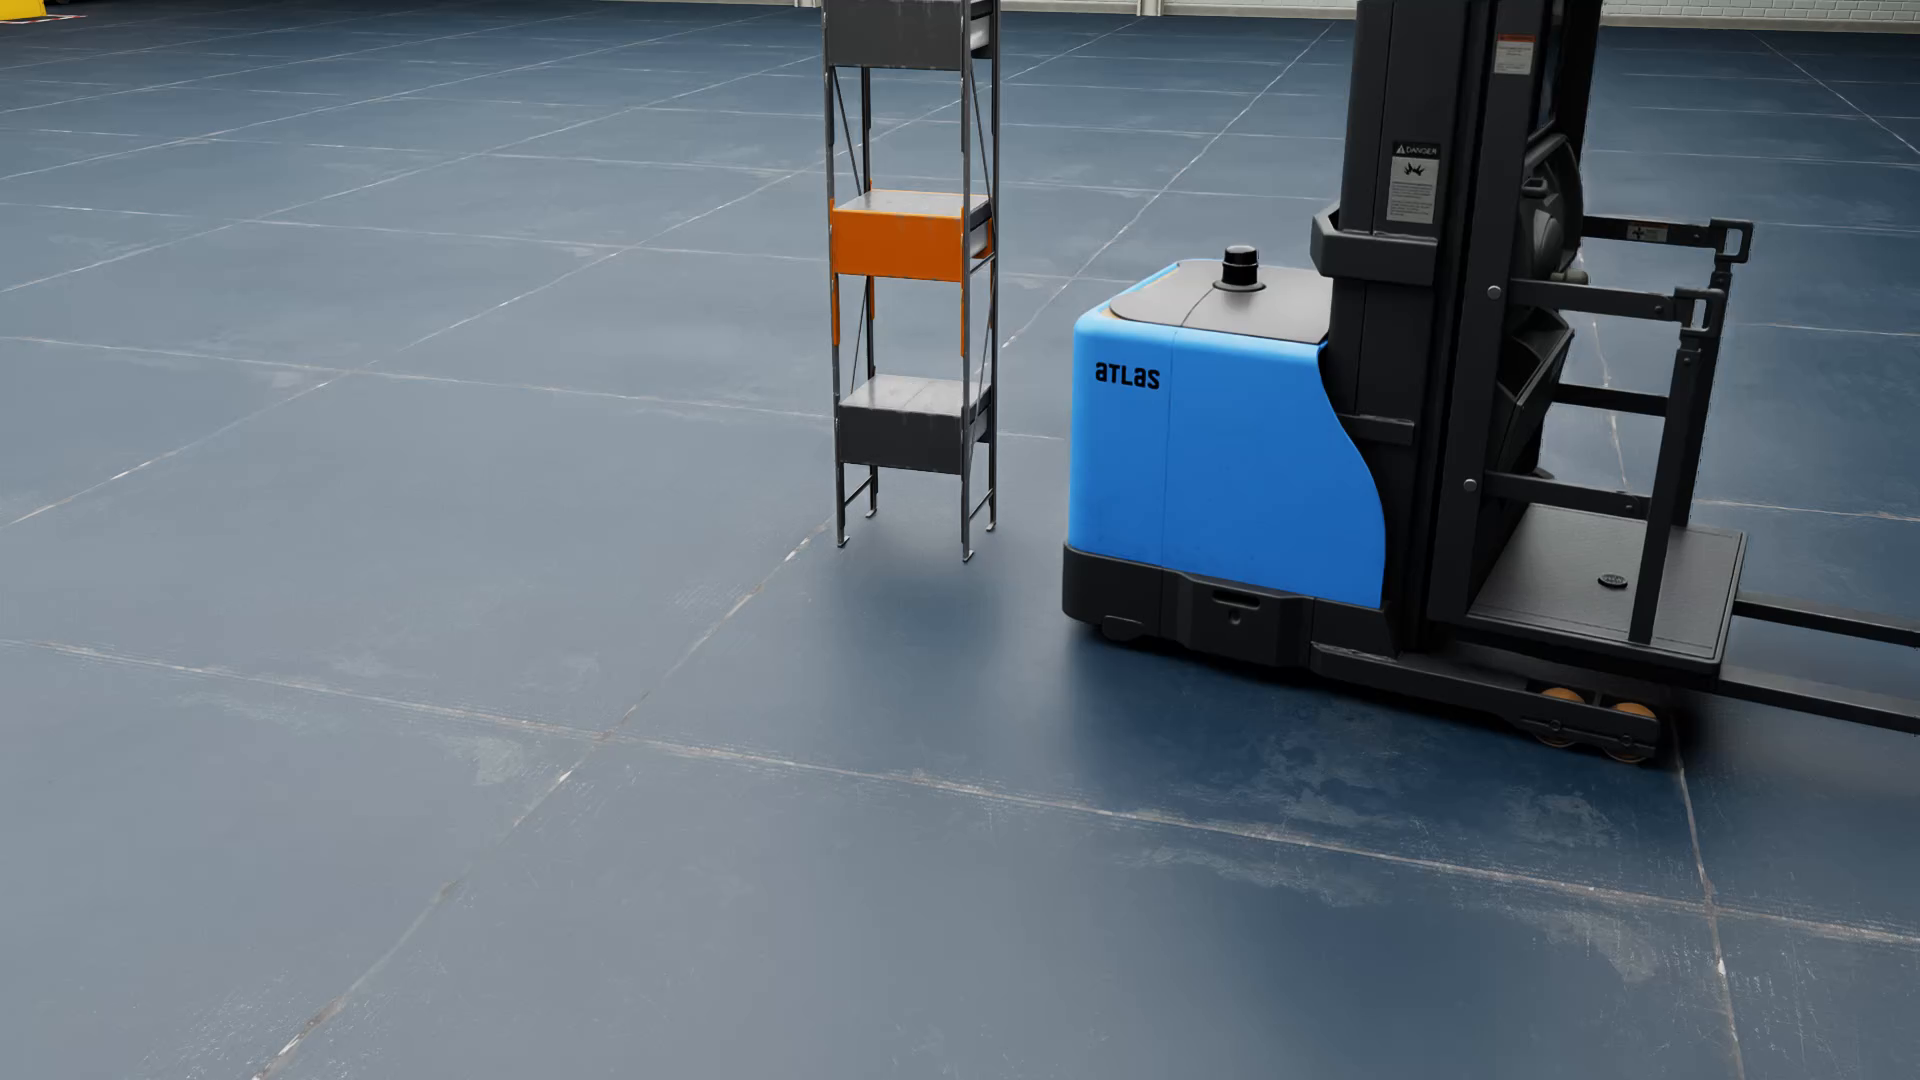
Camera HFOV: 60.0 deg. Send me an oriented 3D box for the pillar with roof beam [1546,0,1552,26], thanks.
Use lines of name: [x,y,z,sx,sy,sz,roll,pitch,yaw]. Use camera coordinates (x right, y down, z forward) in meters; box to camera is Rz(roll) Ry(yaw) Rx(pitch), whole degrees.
pillar with roof beam: [7.617,-10.534,20.093,0.400,9.000,9.100,7,23,16]

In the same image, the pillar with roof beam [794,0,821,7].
pillar with roof beam: [-3.871,-11.849,23.300,0.400,9.000,9.100,7,23,16]

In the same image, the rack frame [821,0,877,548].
rack frame: [-0.392,-1.016,5.981,0.015,2.100,0.400,7,23,16]

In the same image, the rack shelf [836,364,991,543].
rack shelf: [-0.158,-0.329,6.187,0.480,0.518,0.431,7,23,16]

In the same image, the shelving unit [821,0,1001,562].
shelving unit: [-0.158,-0.990,5.916,0.503,2.100,0.431,7,23,16]

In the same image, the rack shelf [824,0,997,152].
rack shelf: [-0.158,-1.625,5.655,0.480,0.518,0.431,7,23,16]

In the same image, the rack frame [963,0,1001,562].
rack frame: [0.075,-0.963,5.851,0.015,2.100,0.400,7,23,16]

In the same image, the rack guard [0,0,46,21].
rack guard: [-15.213,-8.598,26.571,0.348,0.500,1.175,7,23,16]

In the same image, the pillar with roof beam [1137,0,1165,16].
pillar with roof beam: [1.873,-11.192,21.696,0.400,9.000,9.100,7,23,16]

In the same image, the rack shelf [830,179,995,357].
rack shelf: [-0.158,-0.977,5.921,0.480,0.518,0.431,7,23,16]

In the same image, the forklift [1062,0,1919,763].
forklift: [1.886,-0.953,4.732,3.031,2.935,1.130,11,25,25]

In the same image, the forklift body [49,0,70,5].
forklift body: [-16.052,-10.702,29.526,1.214,2.155,2.313,7,23,16]
